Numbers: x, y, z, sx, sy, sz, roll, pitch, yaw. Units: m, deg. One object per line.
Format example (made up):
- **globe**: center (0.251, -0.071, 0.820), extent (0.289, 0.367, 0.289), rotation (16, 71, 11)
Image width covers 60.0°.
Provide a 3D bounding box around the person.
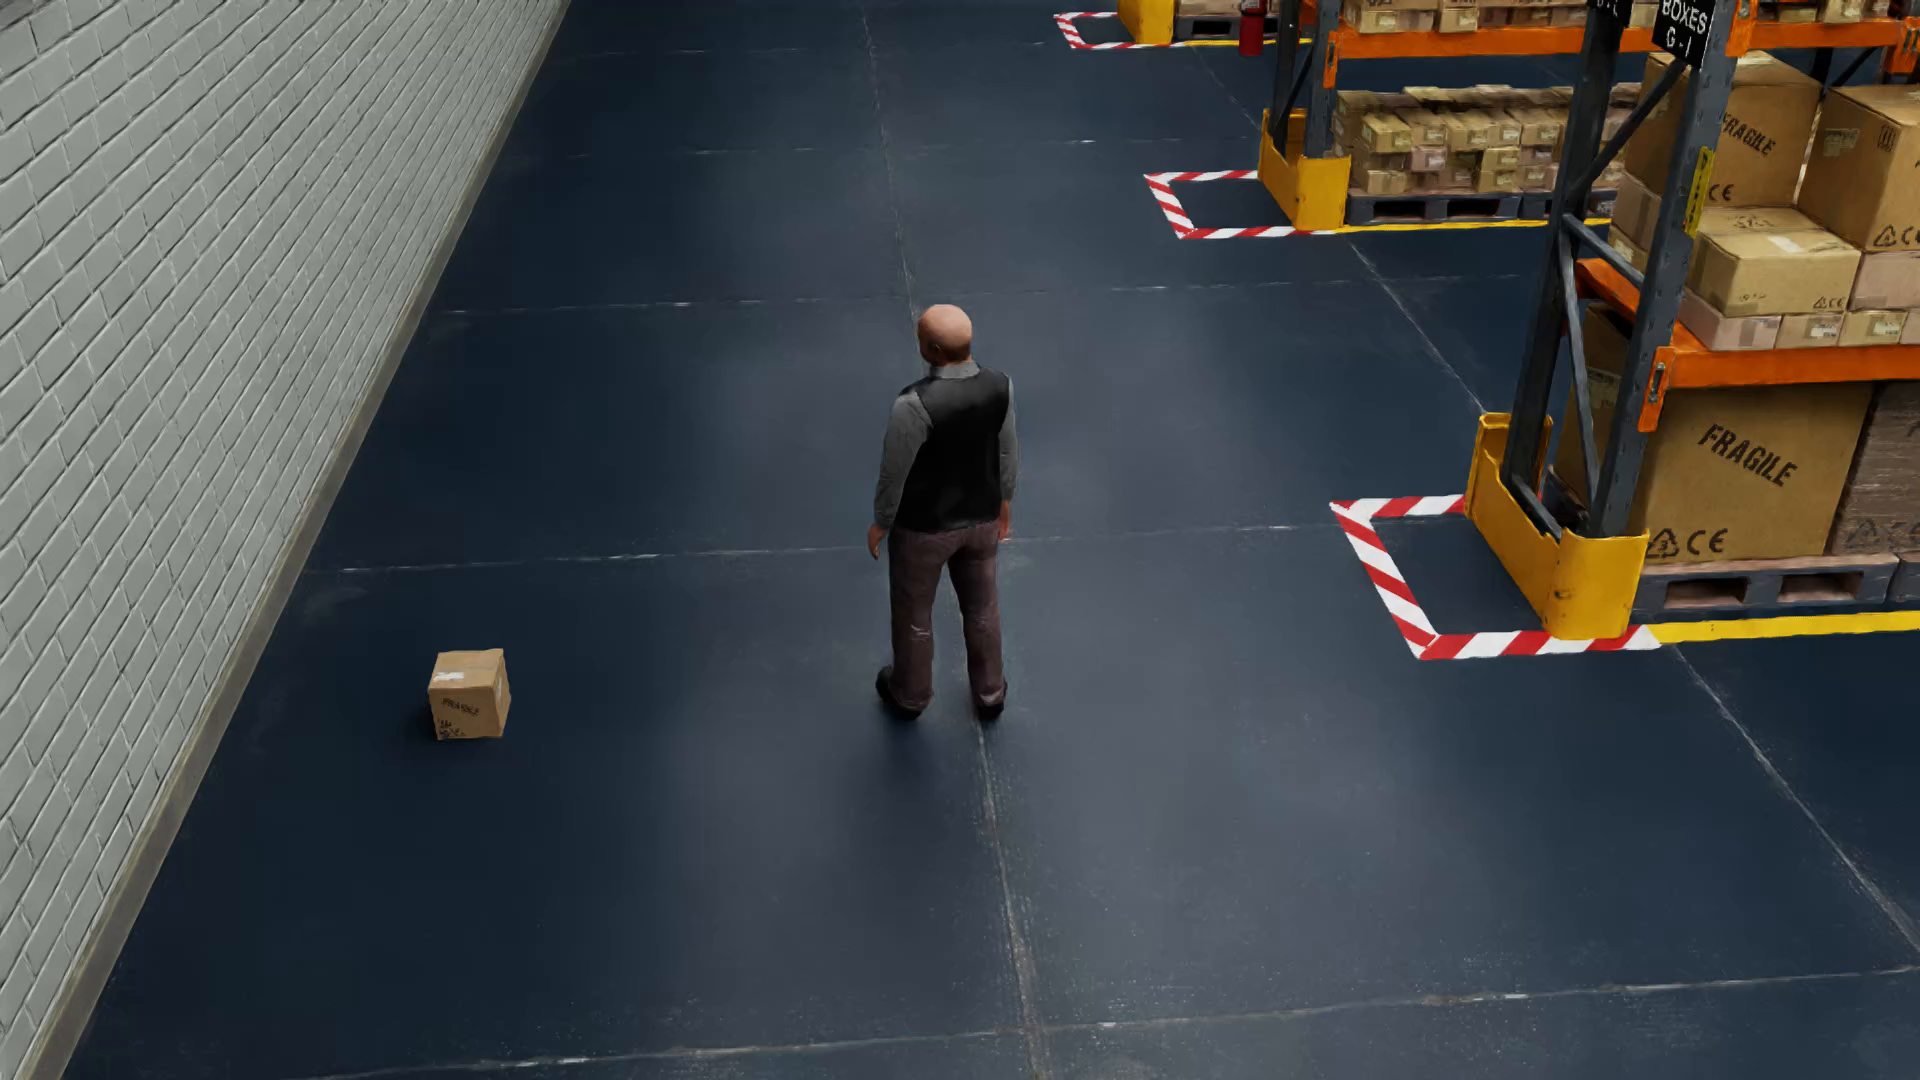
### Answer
- **person**: center (-0.075, -0.092, 6.256), extent (0.591, 1.731, 0.470), rotation (-18, 35, -27)
